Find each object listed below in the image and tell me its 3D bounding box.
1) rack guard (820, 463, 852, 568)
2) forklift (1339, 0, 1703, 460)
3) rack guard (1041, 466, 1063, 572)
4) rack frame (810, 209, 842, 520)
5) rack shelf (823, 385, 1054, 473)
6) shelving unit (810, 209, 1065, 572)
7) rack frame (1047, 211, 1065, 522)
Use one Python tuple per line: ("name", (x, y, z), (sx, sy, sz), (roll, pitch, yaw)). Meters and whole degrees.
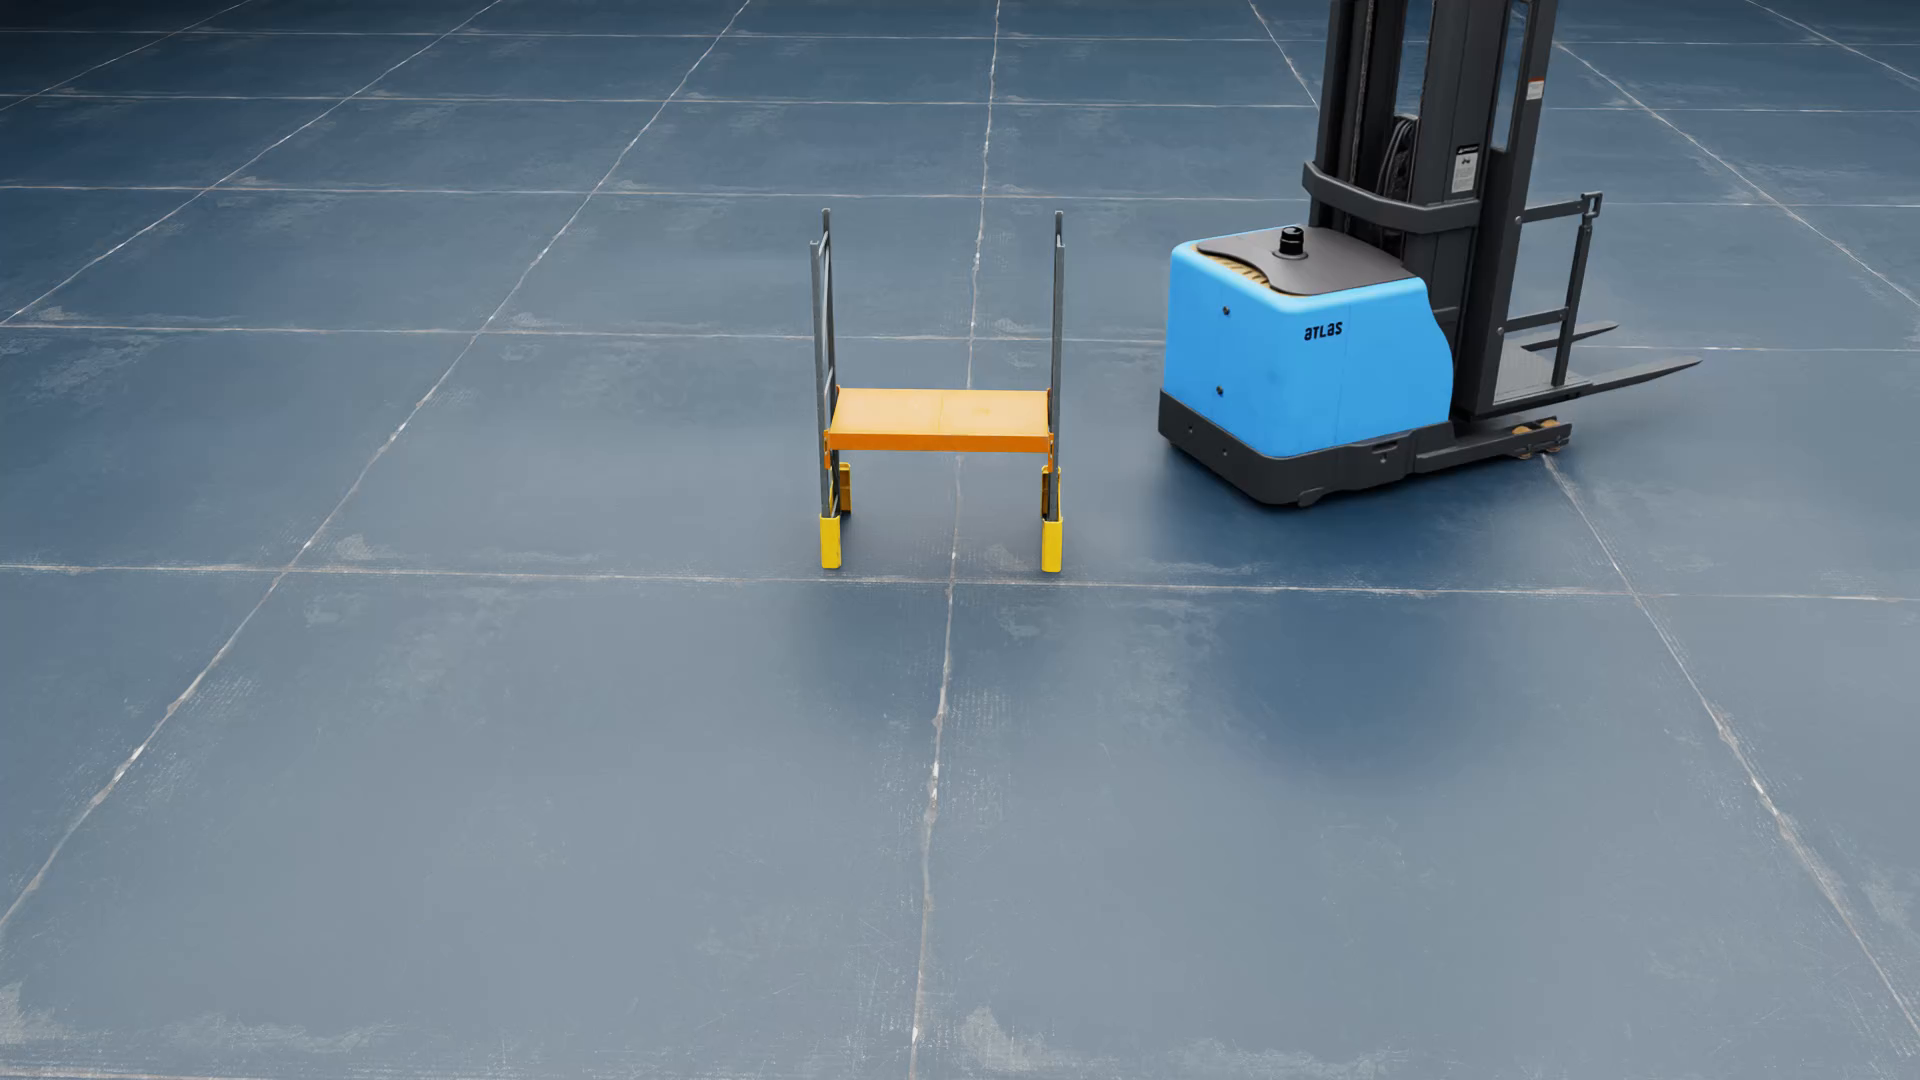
("rack guard", (-0.574, -0.120, 7.709), (0.087, 0.250, 0.587), (1, 28, 2))
("forklift", (2.587, -1.914, 8.232), (3.031, 2.935, 1.121), (-13, 31, -23))
("rack guard", (0.422, -0.103, 7.678), (0.087, 0.250, 0.587), (1, 28, 2))
("rack frame", (-0.593, -0.672, 7.417), (0.032, 1.500, 0.500), (1, 28, 2))
("rack shelf", (-0.085, -0.505, 7.486), (1.000, 0.185, 0.538), (1, 28, 2))
("shelving unit", (-0.076, -0.664, 7.401), (1.083, 1.500, 0.587), (1, 28, 2))
("rack frame", (0.423, -0.656, 7.386), (0.032, 1.500, 0.500), (1, 28, 2))
